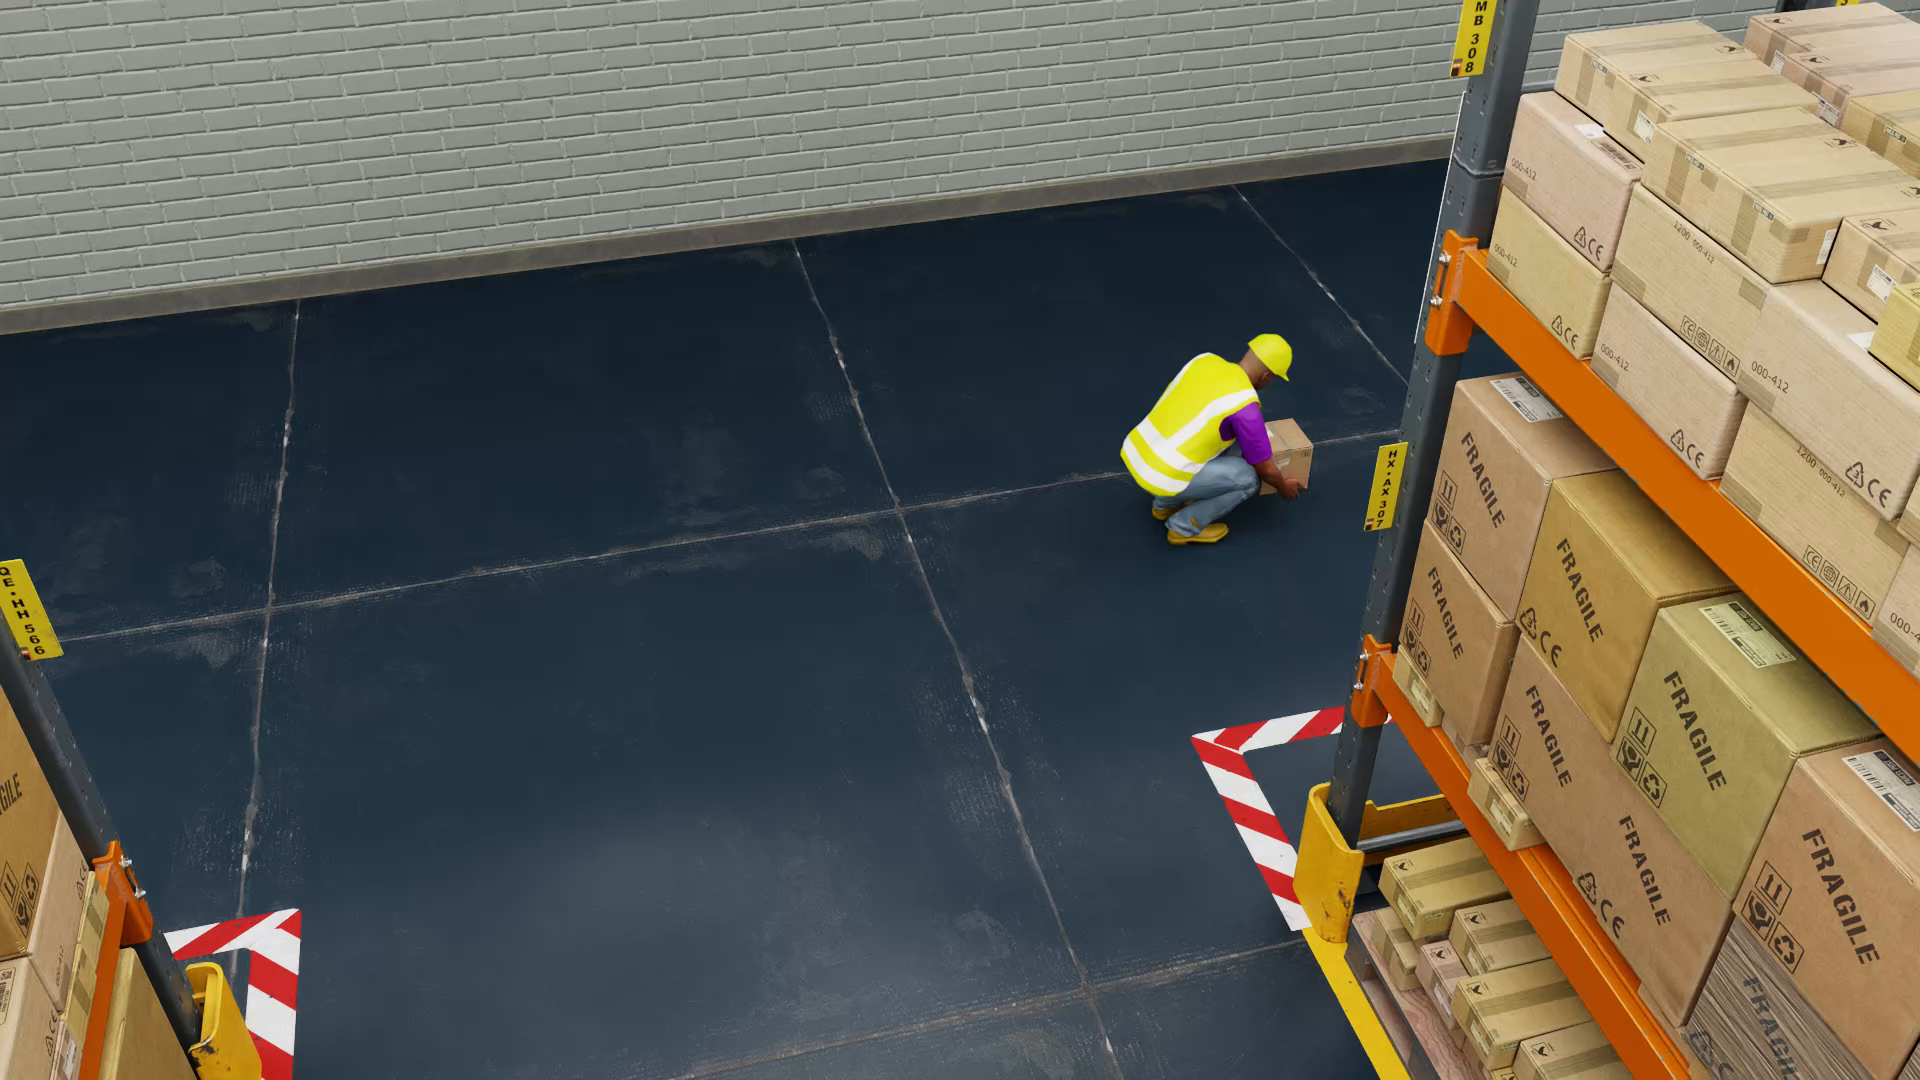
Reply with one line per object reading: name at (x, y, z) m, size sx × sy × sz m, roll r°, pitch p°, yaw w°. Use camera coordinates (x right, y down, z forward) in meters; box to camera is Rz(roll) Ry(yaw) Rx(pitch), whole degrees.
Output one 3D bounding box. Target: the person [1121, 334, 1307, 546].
person at (1.217, -0.495, 7.966) m, size 0.884 × 0.994 × 0.584 m, roll -10°, pitch 39°, yaw -12°
